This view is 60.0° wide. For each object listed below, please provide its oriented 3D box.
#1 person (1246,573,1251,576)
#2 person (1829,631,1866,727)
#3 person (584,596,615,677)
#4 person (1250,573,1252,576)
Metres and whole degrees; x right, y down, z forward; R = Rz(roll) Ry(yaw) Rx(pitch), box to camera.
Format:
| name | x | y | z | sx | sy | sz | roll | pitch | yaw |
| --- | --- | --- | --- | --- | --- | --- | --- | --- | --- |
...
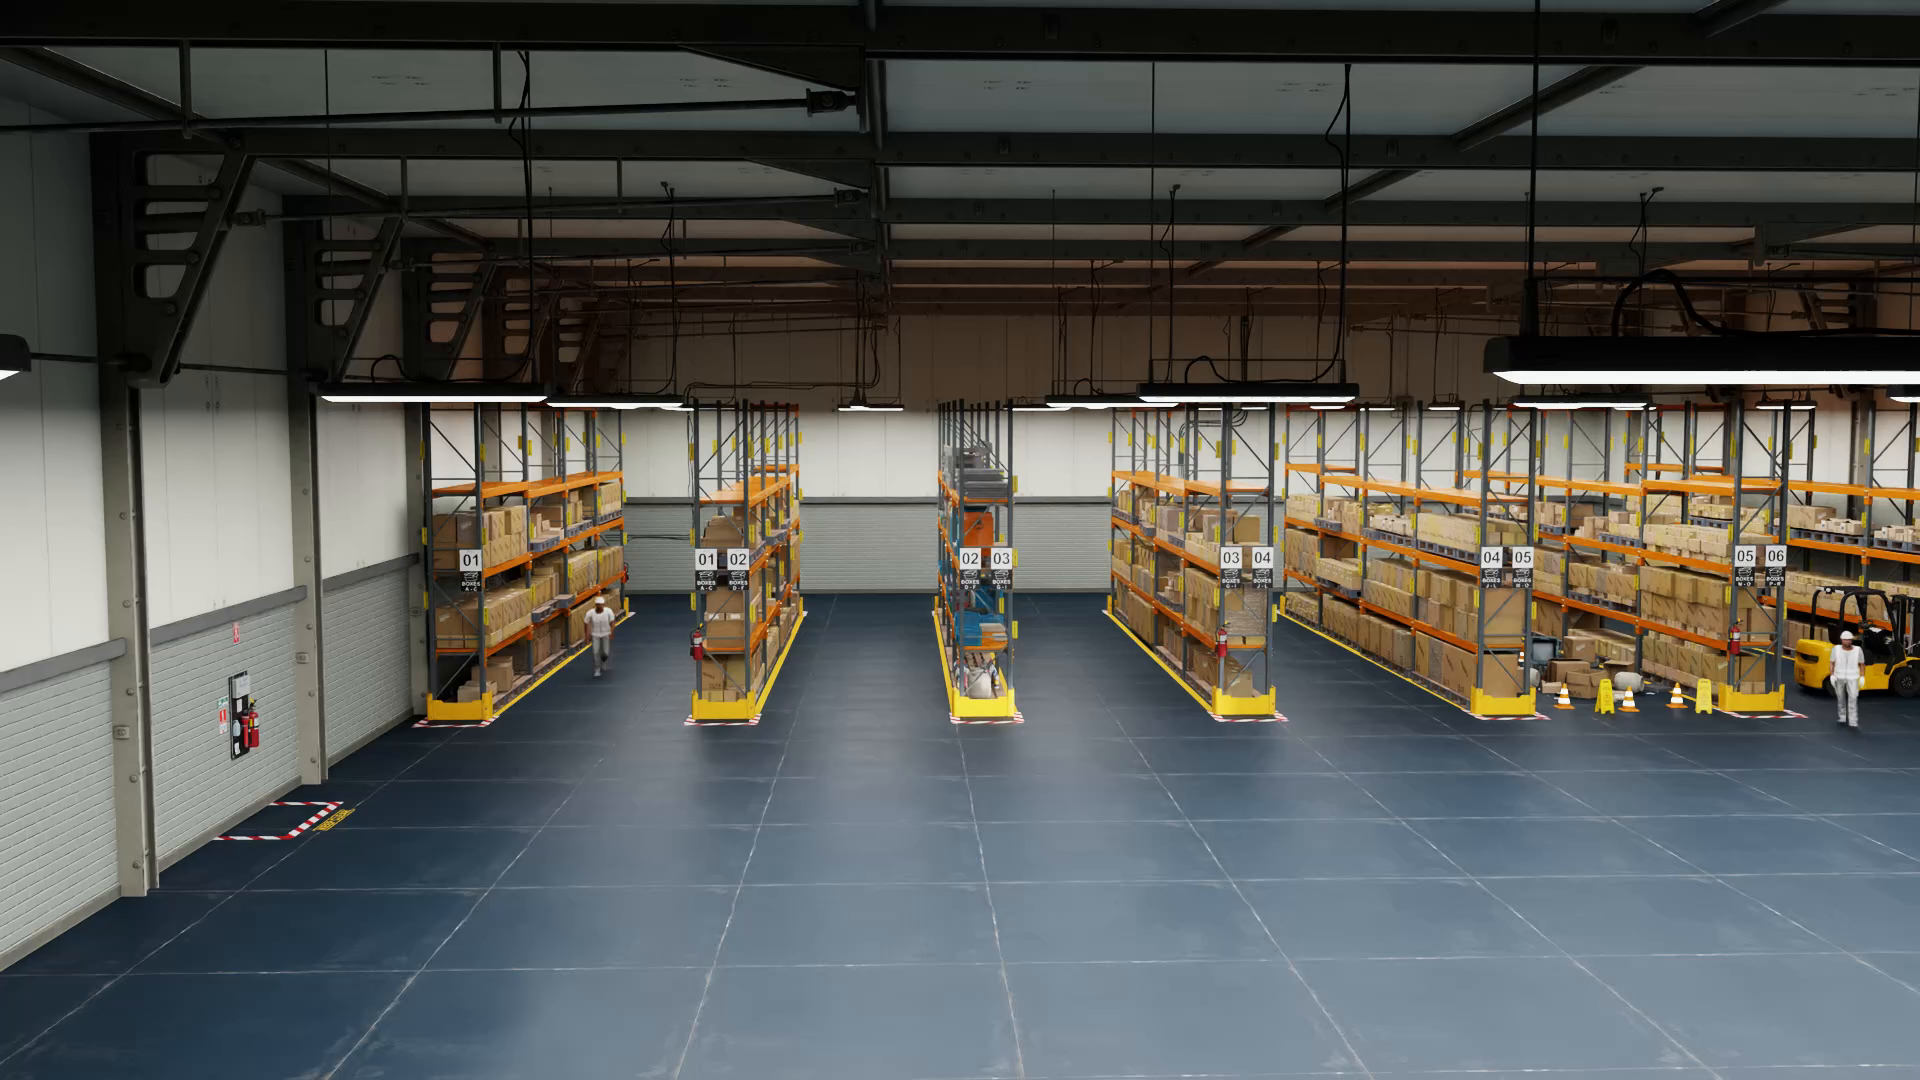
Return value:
| name | x | y | z | sx | sy | sz | roll | pitch | yaw |
| --- | --- | --- | --- | --- | --- | --- | --- | --- | --- |
| person | 7.493 | 1.572 | 43.224 | 0.602 | 1.743 | 0.467 | -3 | 5 | -35 |
| person | 16.174 | 2.522 | 30.344 | 0.577 | 1.728 | 1.034 | 3 | 5 | 33 |
| person | -7.913 | 2.092 | 36.466 | 0.659 | 1.743 | 0.656 | -1 | 5 | -17 |
| person | 8.502 | 1.144 | 48.740 | 0.573 | 1.733 | 1.133 | 2 | 5 | 27 |
